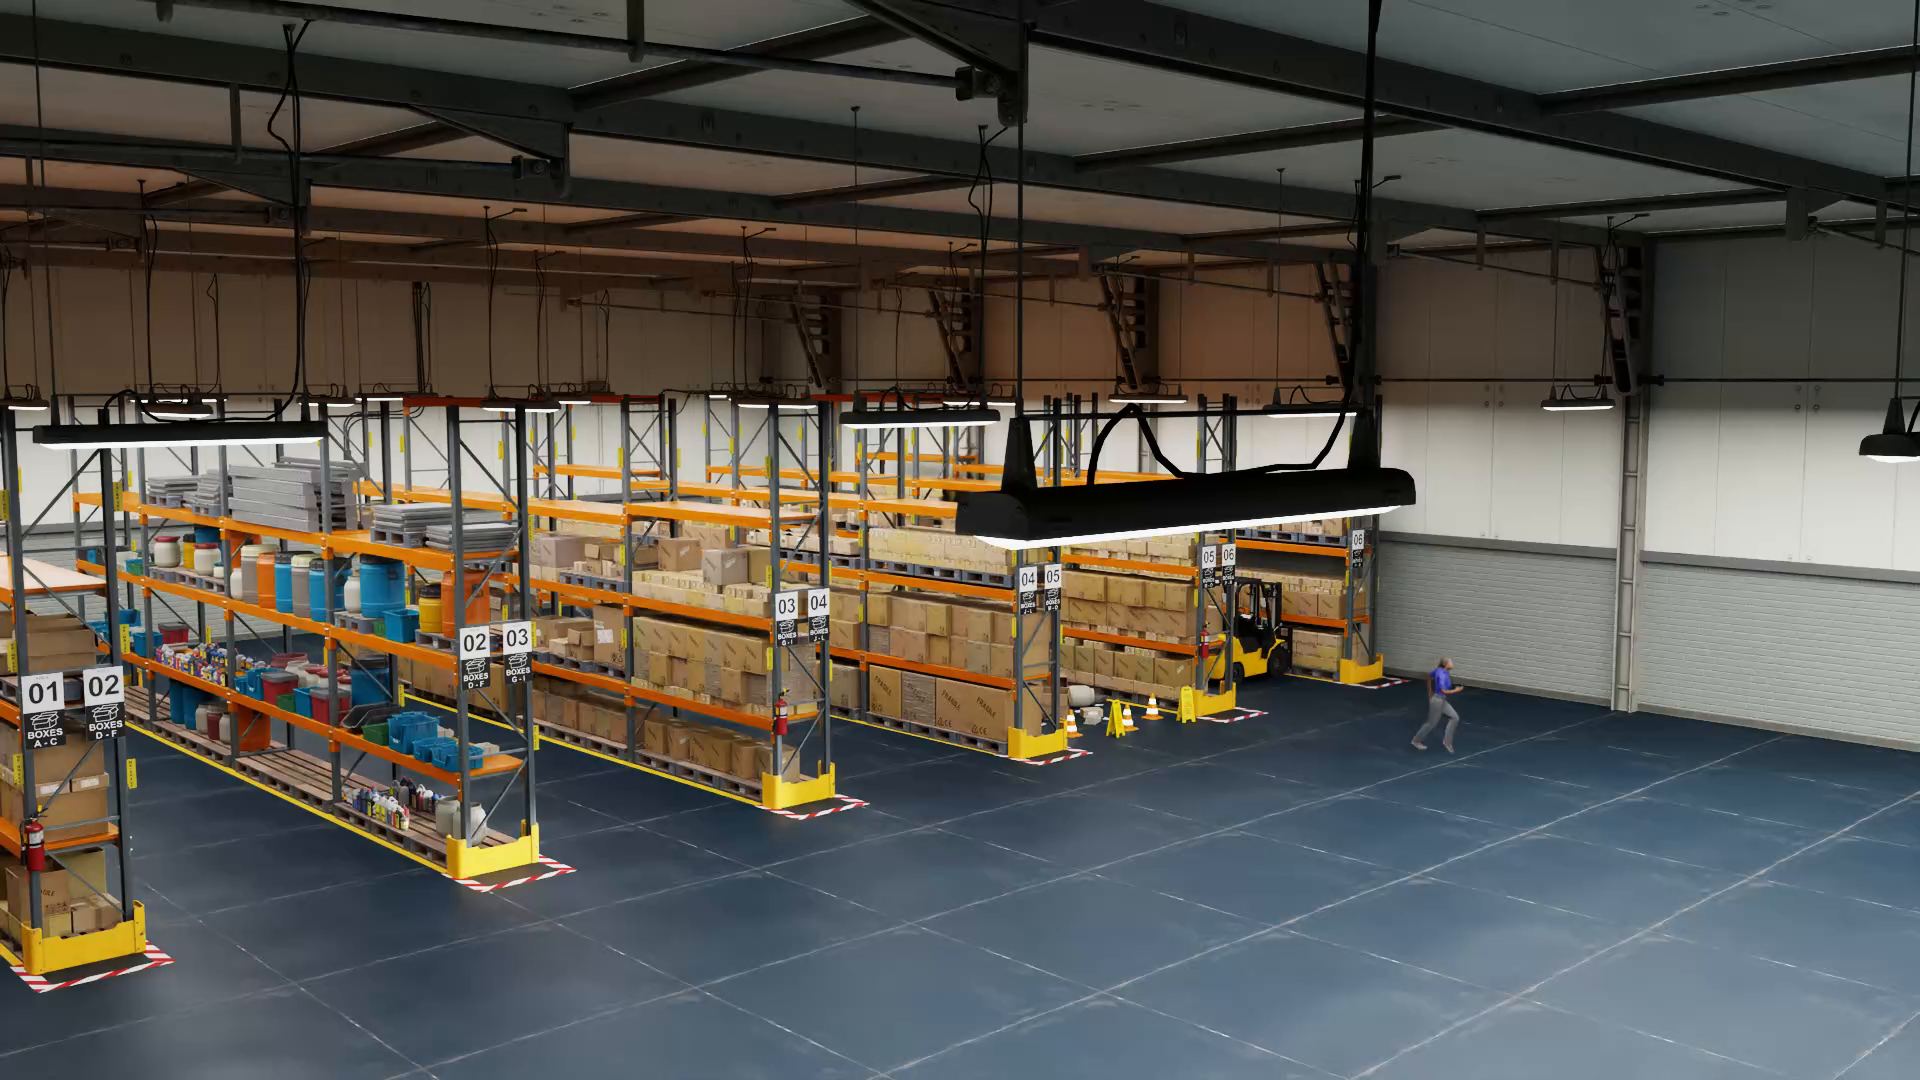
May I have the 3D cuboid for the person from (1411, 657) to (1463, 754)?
[{"bbox_3d":[8.081,2.798,28.168,0.831,1.683,0.599,2,6,17],"label":"person"}]

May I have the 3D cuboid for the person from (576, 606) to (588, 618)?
[{"bbox_3d":[-9.666,1.401,41.993,0.685,1.725,0.623,3,6,29],"label":"person"}]
